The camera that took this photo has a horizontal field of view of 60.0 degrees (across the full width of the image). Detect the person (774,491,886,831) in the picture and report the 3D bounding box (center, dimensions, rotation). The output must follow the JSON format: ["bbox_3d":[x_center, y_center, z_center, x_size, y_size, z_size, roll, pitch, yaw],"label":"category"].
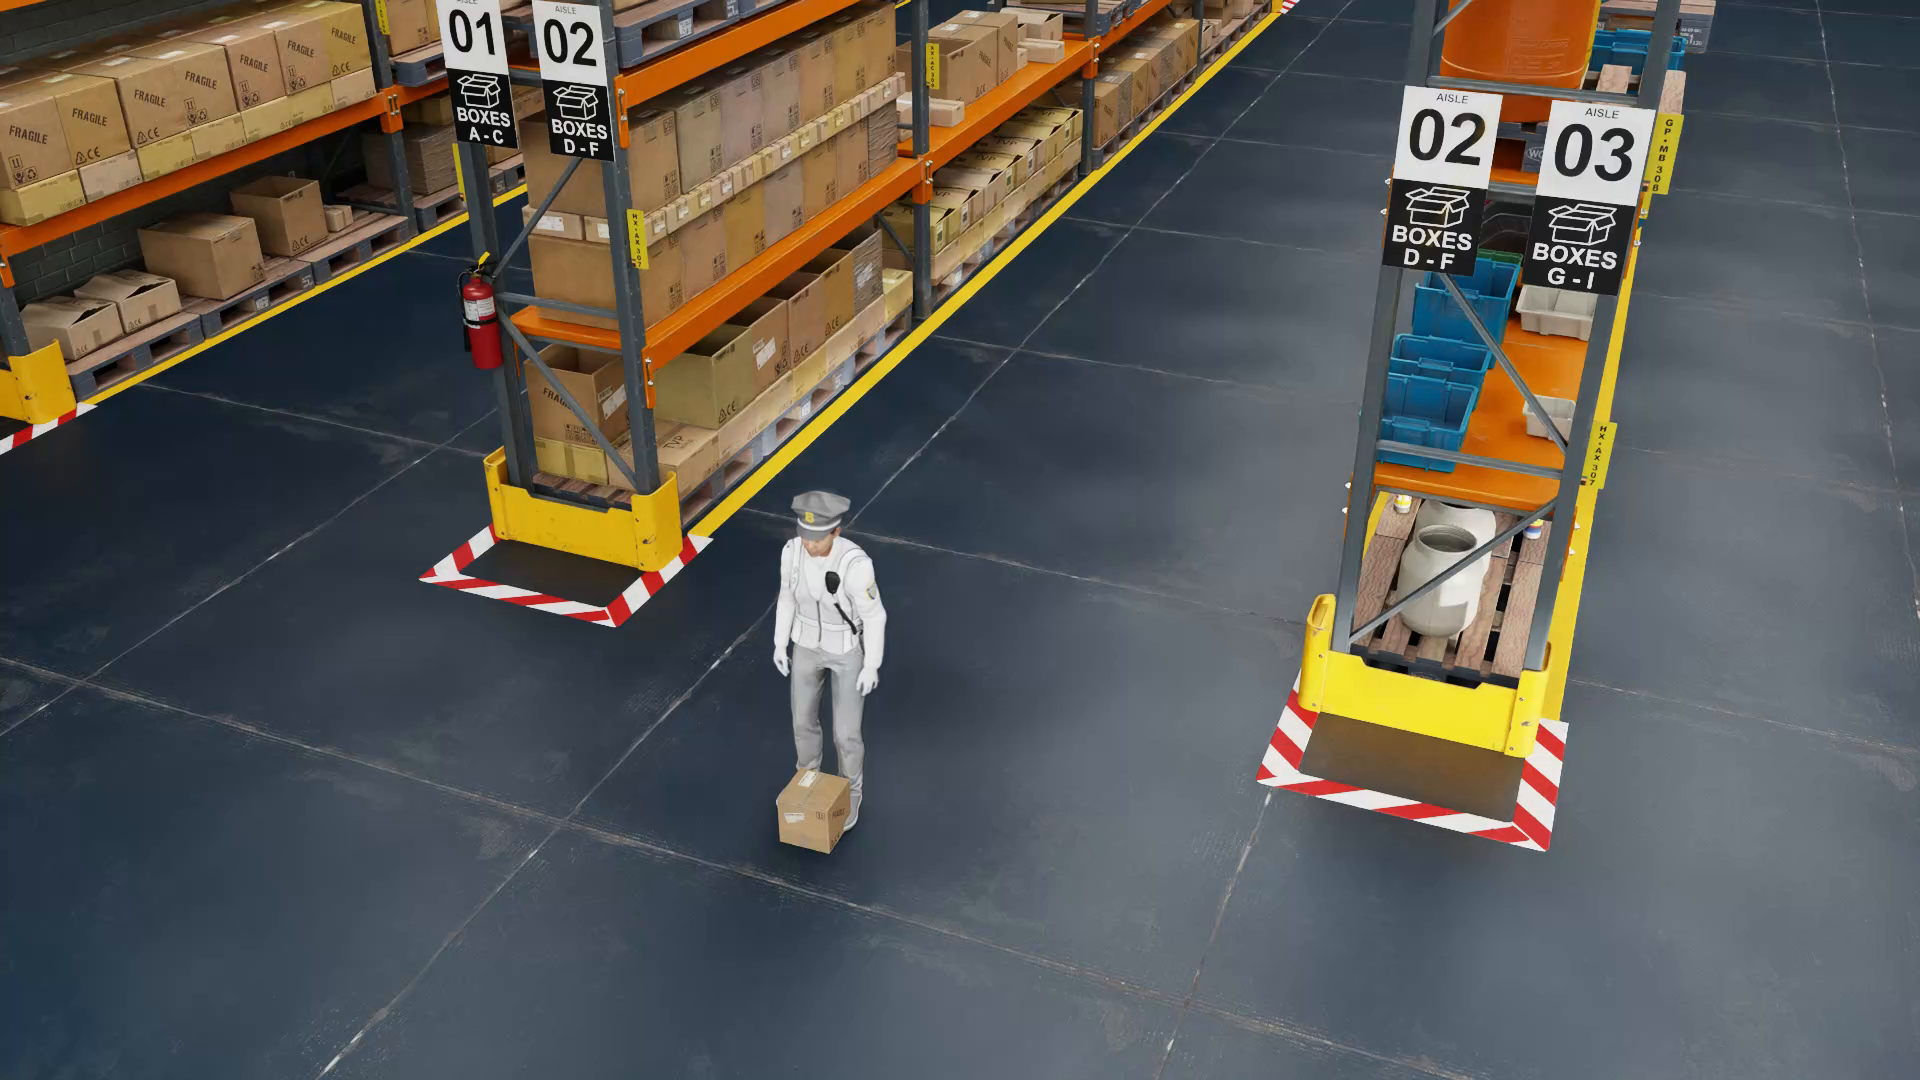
[{"bbox_3d":[-0.595,0.524,7.472,0.530,1.664,0.403,12,32,19],"label":"person"}]
